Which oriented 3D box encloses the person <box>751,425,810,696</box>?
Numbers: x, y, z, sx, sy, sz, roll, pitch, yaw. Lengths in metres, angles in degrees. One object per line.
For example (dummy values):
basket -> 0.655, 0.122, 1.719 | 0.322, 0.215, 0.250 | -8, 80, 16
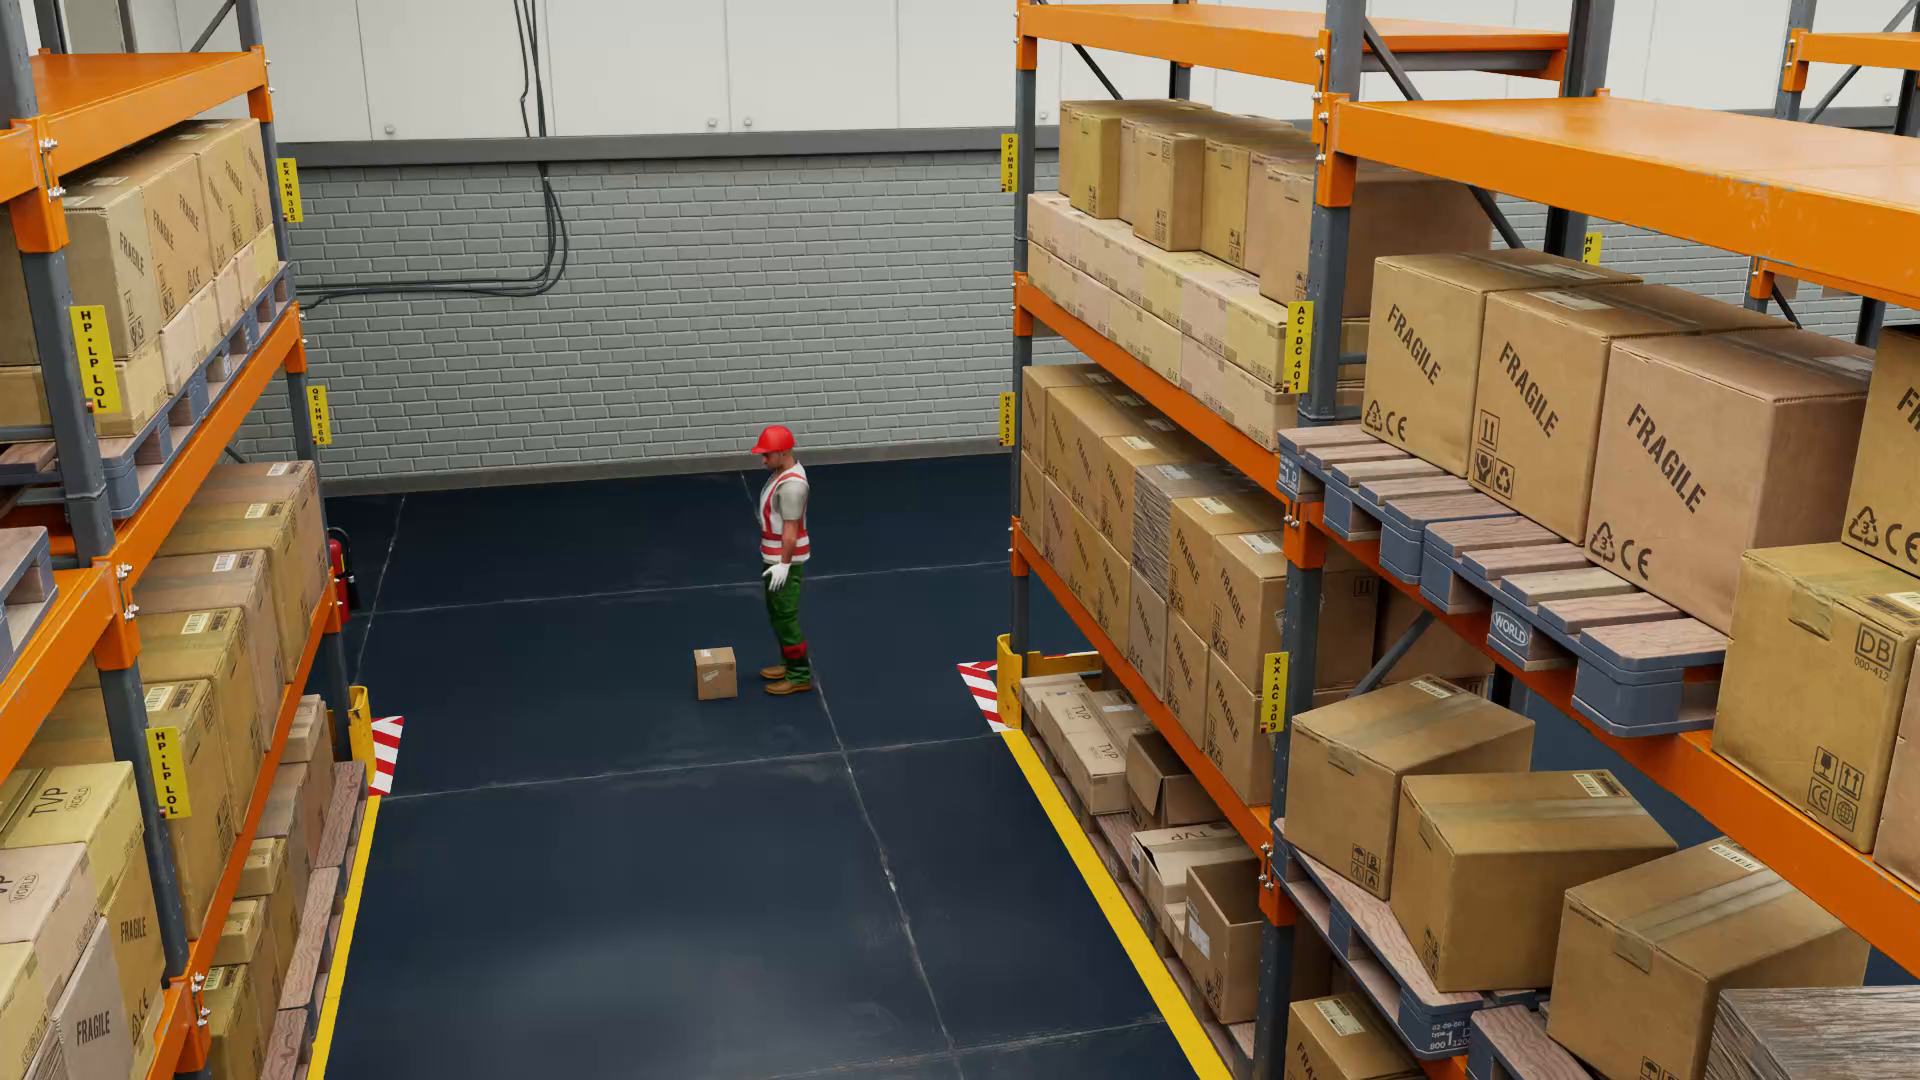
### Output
person -> -1.137, 0.121, 10.705 | 0.358, 1.776, 0.528 | -4, 20, -11
